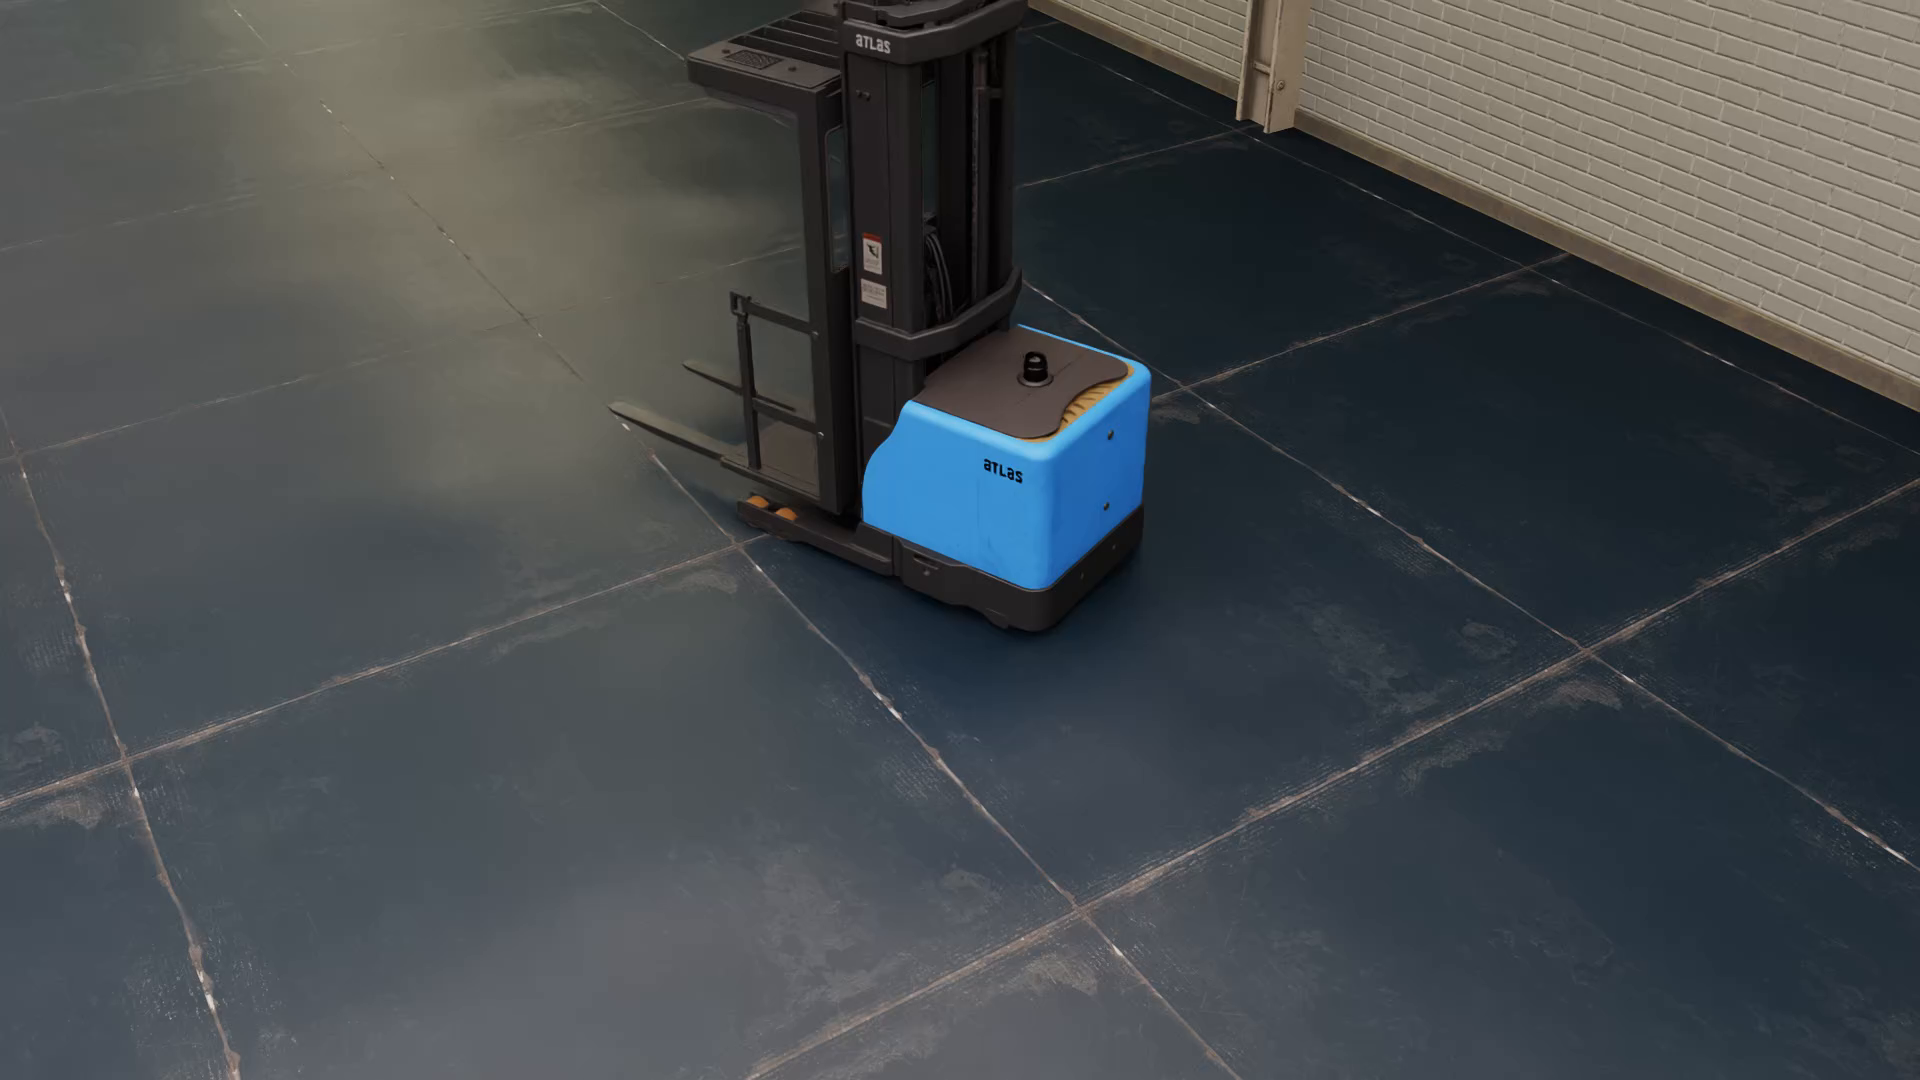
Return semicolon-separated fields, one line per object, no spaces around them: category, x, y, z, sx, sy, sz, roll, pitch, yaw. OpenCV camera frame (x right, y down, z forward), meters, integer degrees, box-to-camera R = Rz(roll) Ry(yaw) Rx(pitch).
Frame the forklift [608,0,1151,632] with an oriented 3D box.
forklift;-0.559;-1.425;8.176;3.031;2.935;1.130;22;41;28
